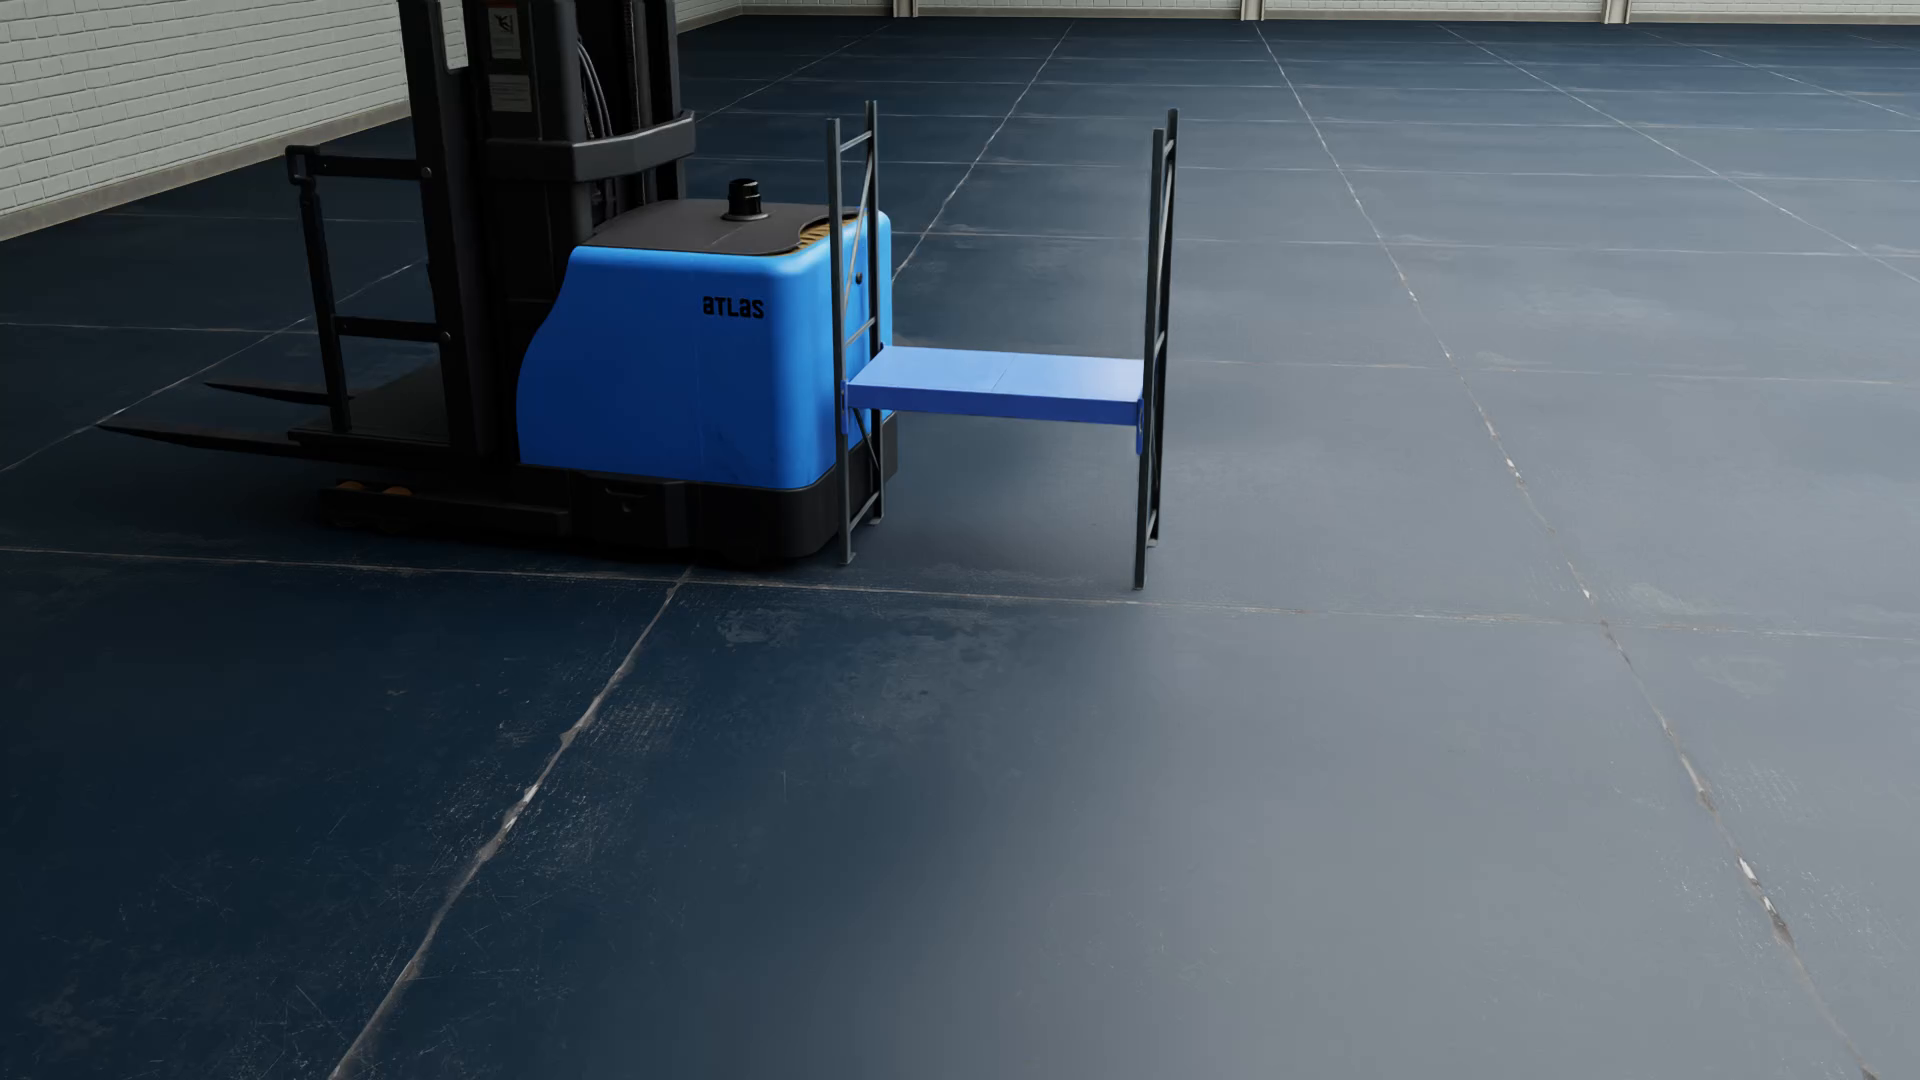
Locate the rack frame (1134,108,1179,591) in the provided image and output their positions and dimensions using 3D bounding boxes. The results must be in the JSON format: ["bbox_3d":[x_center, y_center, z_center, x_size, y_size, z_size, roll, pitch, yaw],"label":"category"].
[{"bbox_3d":[0.646,-0.619,5.465,0.032,1.500,0.500,5,22,11],"label":"rack frame"}]

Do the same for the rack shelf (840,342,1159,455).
[{"bbox_3d":[0.149,-0.491,5.631,1.000,0.185,0.538,5,22,11],"label":"rack shelf"}]

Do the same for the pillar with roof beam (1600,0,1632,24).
[{"bbox_3d":[10.457,-11.280,22.232,0.400,9.000,9.100,2,22,6],"label":"pillar with roof beam"}]

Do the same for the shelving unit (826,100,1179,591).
[{"bbox_3d":[0.149,-0.658,5.564,1.048,1.500,0.538,5,22,11],"label":"shelving unit"}]

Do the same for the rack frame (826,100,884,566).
[{"bbox_3d":[-0.348,-0.698,5.664,0.032,1.500,0.500,5,22,11],"label":"rack frame"}]

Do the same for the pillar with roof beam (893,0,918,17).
[{"bbox_3d":[-1.459,-11.799,23.545,0.400,9.000,9.100,2,22,6],"label":"pillar with roof beam"}]

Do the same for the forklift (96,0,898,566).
[{"bbox_3d":[-1.815,-1.566,5.914,3.031,2.935,1.130,6,22,15],"label":"forklift"}]

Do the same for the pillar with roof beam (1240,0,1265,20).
[{"bbox_3d":[4.499,-11.539,22.888,0.400,9.000,9.100,2,22,6],"label":"pillar with roof beam"}]
